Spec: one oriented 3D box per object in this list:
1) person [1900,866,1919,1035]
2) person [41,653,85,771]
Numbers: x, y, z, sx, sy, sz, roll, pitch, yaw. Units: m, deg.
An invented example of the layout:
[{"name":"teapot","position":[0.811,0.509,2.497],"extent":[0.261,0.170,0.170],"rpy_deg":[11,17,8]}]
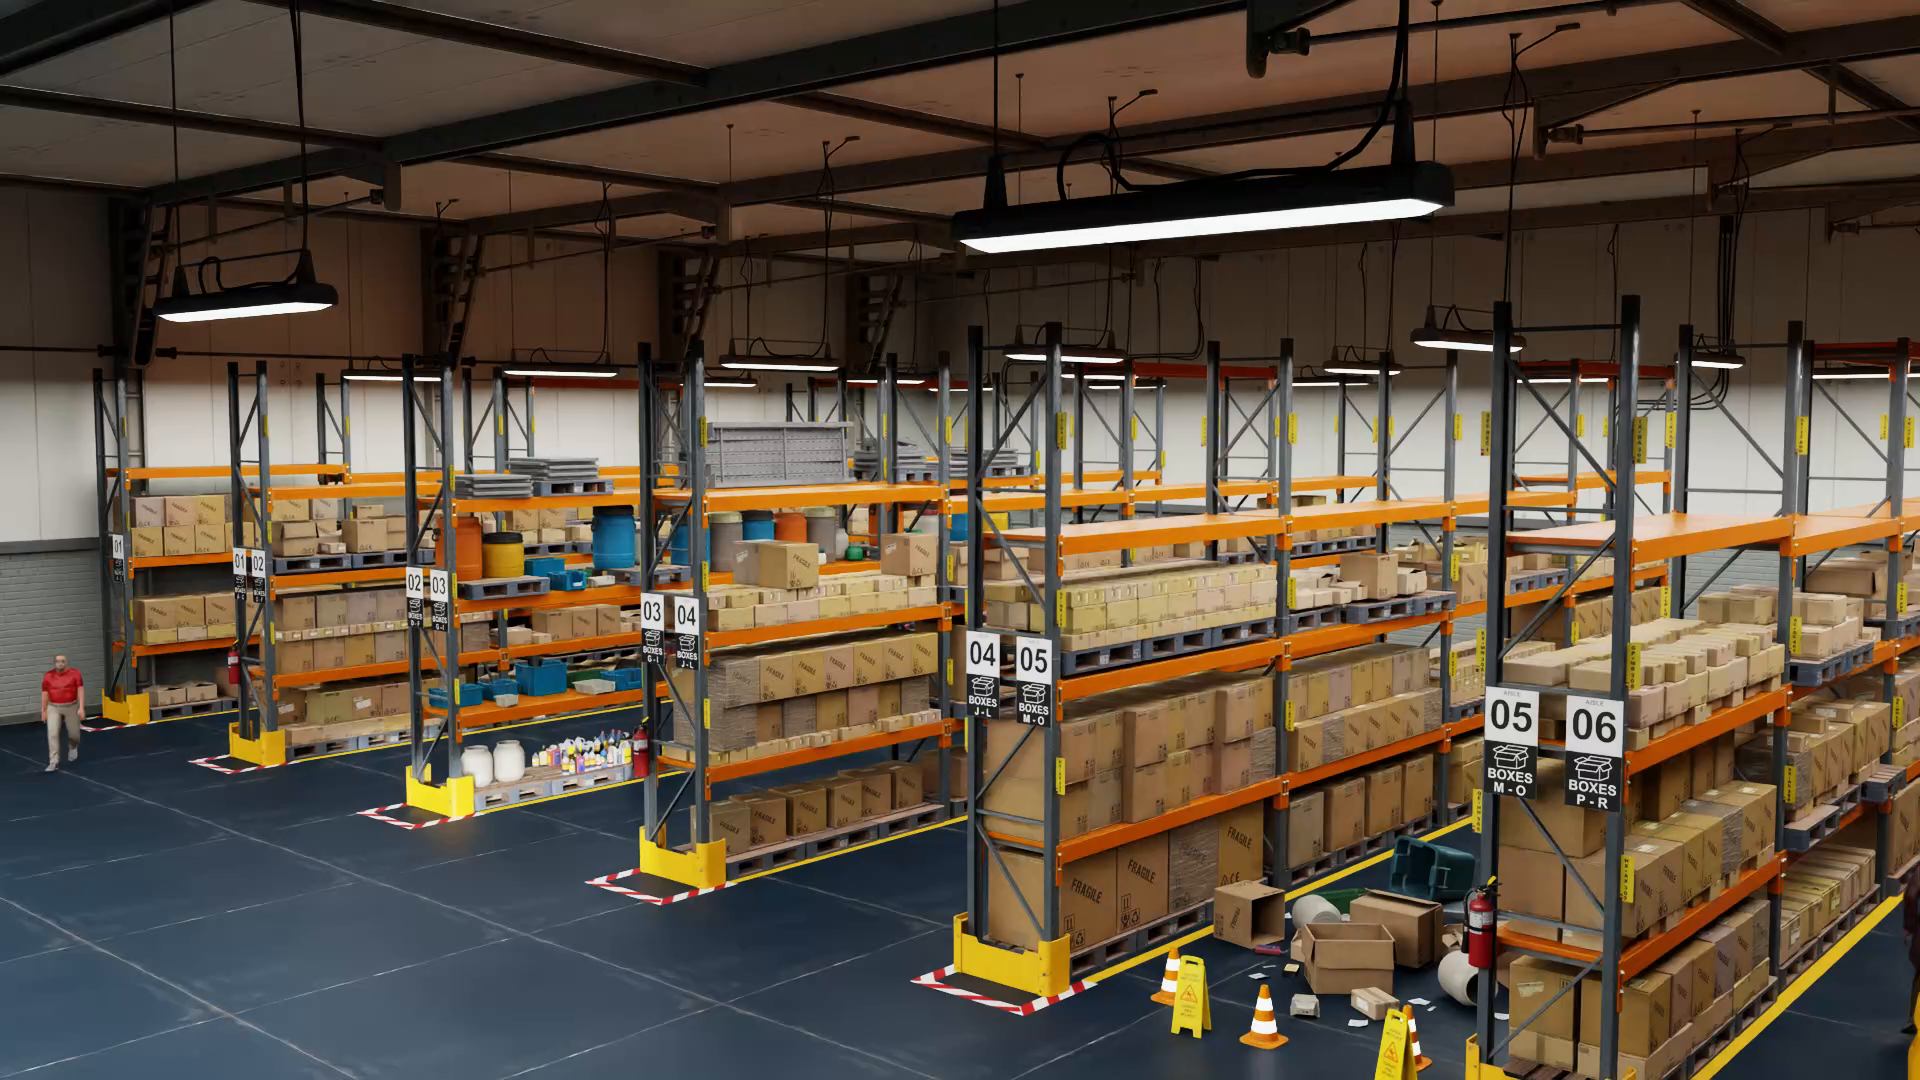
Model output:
[{"name":"person","position":[8.174,3.321,13.783],"extent":[0.639,1.671,0.820],"rpy_deg":[4,6,42]},{"name":"person","position":[-13.235,2.502,24.541],"extent":[0.591,1.692,0.911],"rpy_deg":[-2,5,-21]}]
